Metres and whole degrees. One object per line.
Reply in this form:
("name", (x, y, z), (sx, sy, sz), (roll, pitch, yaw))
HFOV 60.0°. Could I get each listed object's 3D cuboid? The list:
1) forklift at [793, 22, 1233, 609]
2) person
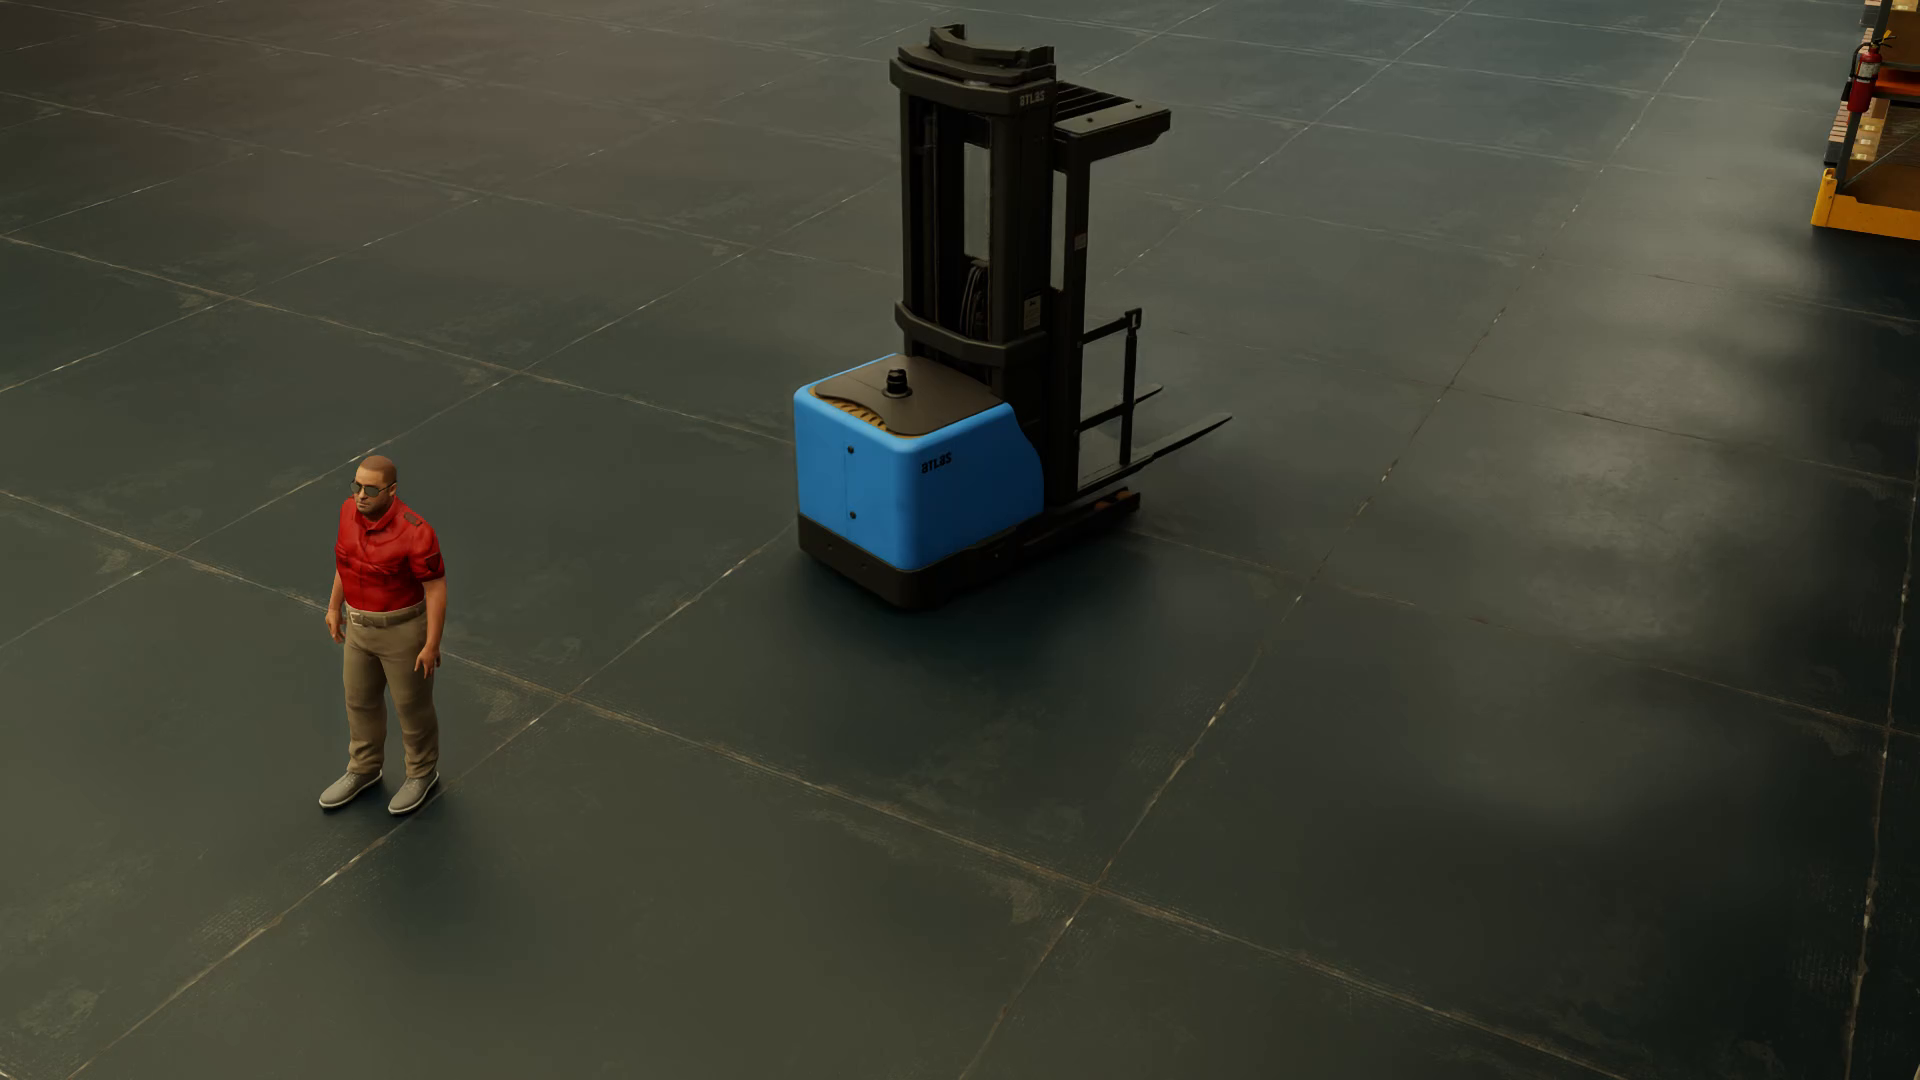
("forklift", (0.468, -1.510, 9.687), (3.031, 2.935, 1.130), (-25, 38, -36))
("person", (-2.630, 0.451, 7.475), (0.641, 1.727, 0.550), (14, 33, 22))
